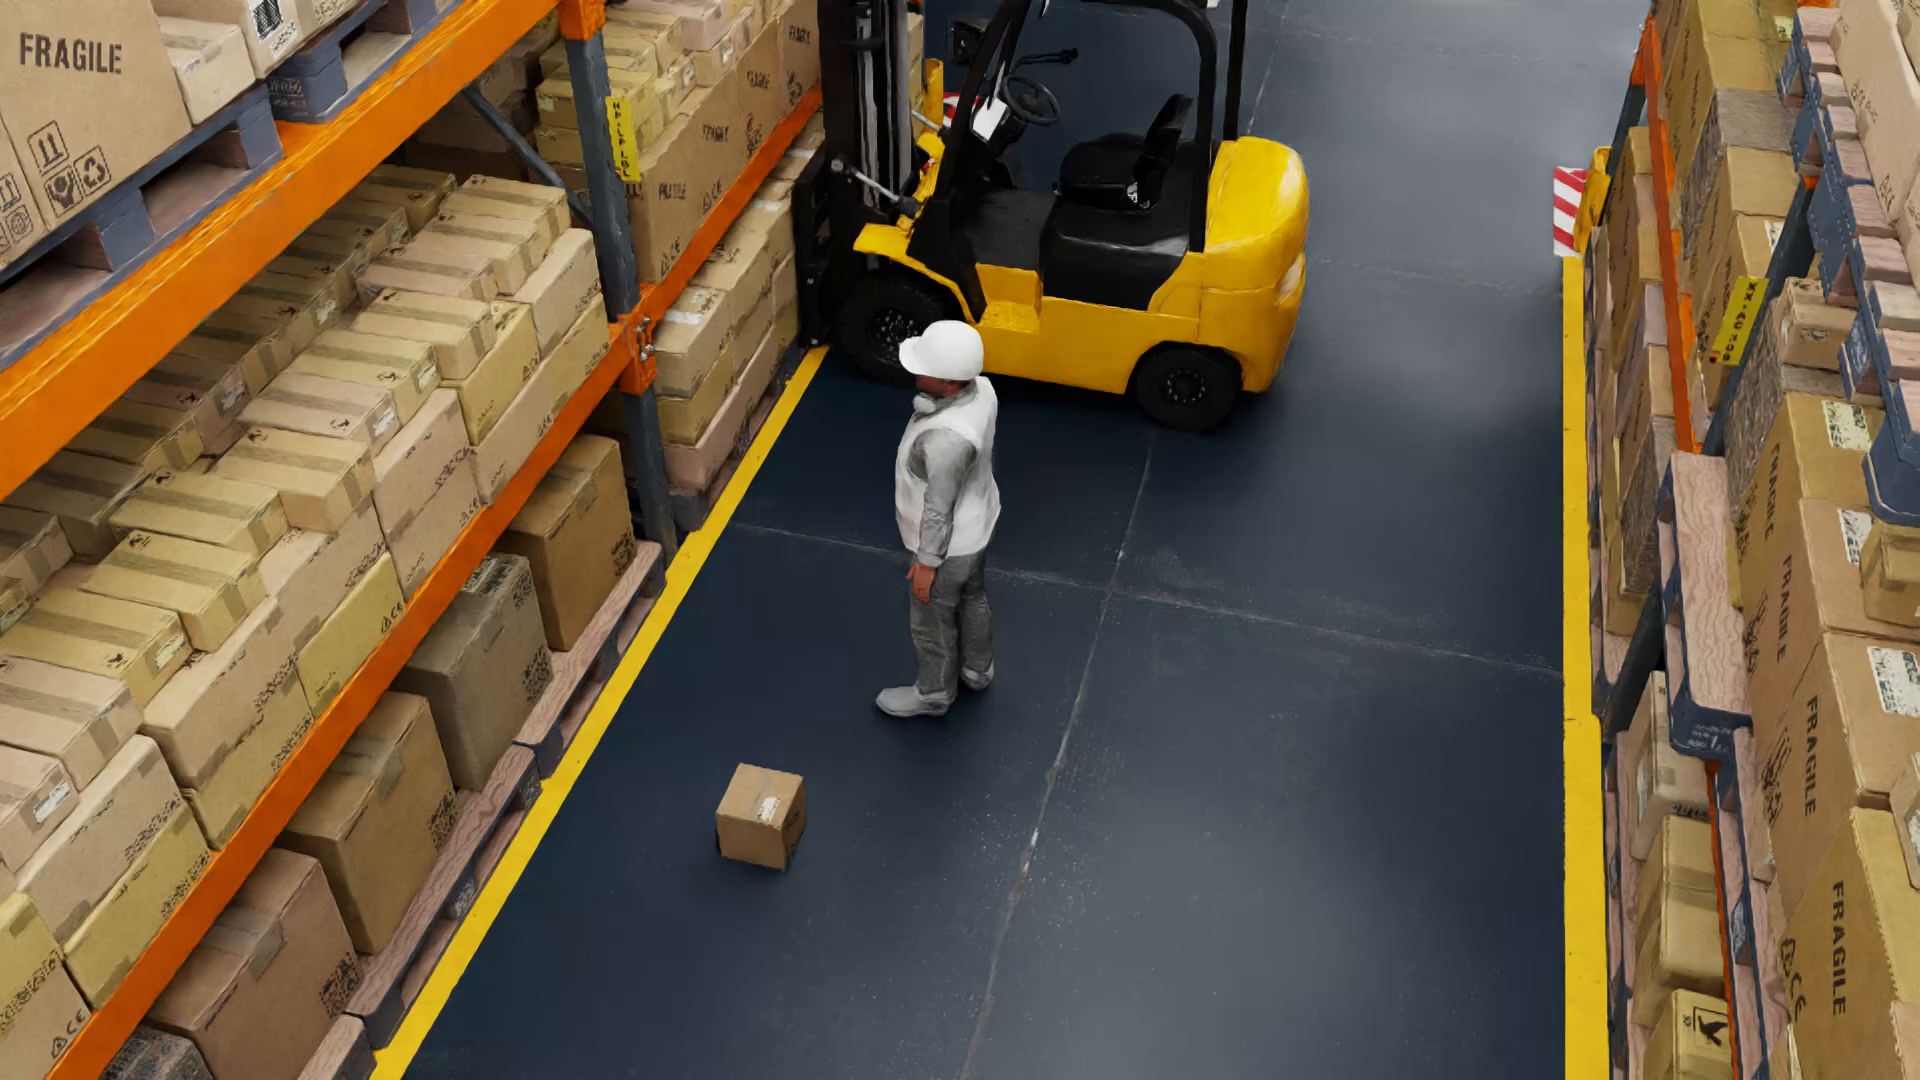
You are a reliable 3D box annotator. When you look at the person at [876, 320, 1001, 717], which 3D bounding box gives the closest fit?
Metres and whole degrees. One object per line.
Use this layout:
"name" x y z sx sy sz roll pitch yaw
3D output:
"person" -0.076 -0.070 6.192 0.441 1.772 0.619 10 42 12
